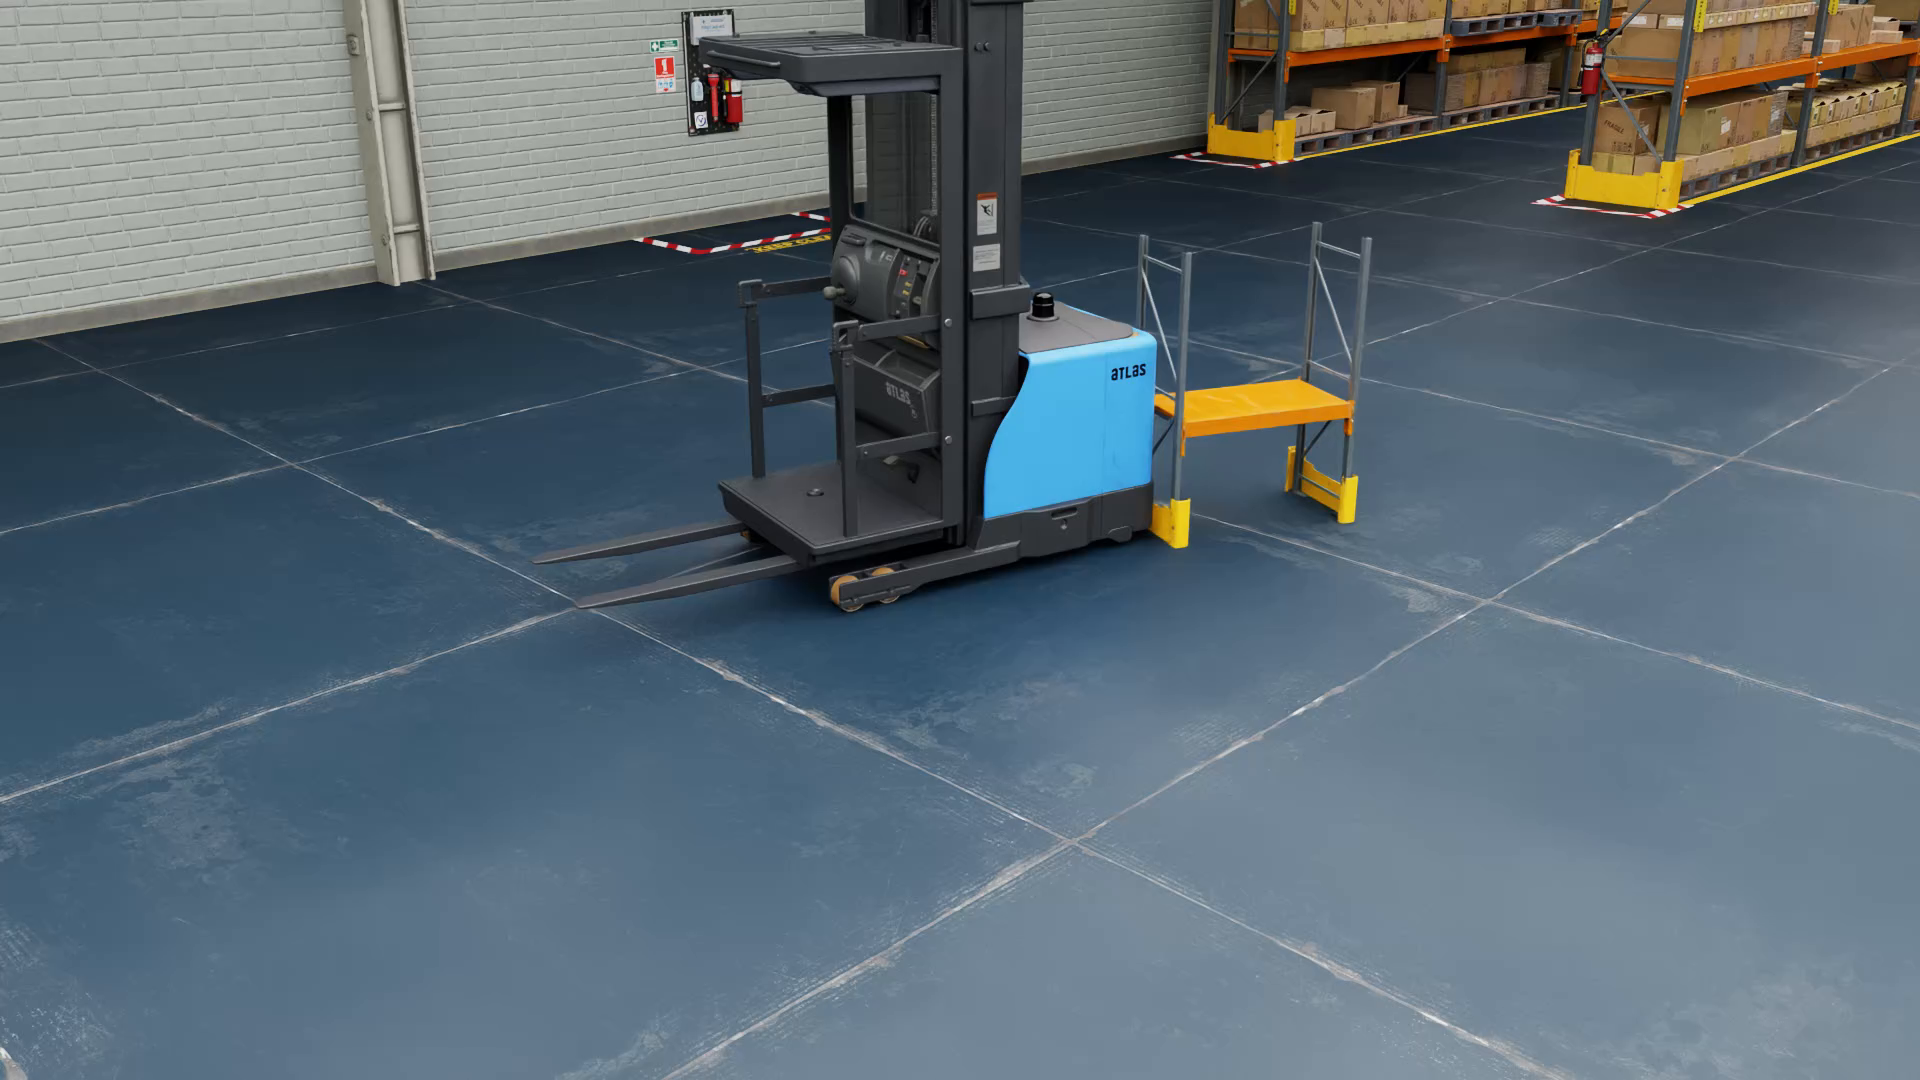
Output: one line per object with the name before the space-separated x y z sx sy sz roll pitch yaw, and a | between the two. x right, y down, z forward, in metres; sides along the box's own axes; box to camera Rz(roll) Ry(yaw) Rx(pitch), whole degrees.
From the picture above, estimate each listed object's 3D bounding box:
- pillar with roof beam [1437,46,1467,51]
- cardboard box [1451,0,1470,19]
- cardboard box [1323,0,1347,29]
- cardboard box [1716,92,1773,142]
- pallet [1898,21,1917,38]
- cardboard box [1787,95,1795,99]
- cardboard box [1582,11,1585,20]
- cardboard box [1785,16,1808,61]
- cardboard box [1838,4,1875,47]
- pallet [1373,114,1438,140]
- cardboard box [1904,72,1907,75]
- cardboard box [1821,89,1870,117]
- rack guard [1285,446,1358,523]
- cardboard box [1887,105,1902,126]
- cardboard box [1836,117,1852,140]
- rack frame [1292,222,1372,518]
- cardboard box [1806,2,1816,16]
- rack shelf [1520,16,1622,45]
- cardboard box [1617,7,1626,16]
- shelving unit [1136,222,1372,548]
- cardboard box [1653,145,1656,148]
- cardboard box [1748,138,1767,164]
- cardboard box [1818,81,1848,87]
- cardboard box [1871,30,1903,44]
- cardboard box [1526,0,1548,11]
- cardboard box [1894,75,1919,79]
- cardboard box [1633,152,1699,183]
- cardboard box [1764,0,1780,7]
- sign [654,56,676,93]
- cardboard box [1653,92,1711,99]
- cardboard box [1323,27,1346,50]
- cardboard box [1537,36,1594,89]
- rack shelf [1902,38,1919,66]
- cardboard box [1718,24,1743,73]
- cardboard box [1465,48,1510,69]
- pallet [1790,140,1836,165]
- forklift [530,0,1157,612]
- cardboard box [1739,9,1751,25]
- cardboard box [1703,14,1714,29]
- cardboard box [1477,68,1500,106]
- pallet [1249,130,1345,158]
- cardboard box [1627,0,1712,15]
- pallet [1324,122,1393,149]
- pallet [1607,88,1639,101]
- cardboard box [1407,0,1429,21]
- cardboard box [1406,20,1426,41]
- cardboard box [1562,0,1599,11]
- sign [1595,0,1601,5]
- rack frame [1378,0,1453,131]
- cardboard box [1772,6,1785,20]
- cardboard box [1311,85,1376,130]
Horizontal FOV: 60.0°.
pillar with roof beam | 10.830 -10.012 22.080 9.100 9.000 0.400 19 28 41
cardboard box | 6.862 -7.753 23.812 0.700 0.500 0.500 19 28 41
cardboard box | 4.592 -6.812 21.252 0.500 0.500 0.500 19 28 41
cardboard box | 9.164 -4.973 19.535 0.500 0.500 0.500 19 28 41
pallet | 13.247 -7.270 23.576 1.213 0.211 1.003 19 28 41
cardboard box | 10.469 -5.625 21.494 0.500 0.311 0.500 -19 28 -41
cardboard box | 9.668 -8.325 26.376 0.380 0.149 0.250 19 28 40
cardboard box | 9.729 -6.071 20.048 0.700 0.500 0.500 18 28 39
cardboard box | 11.665 -6.779 21.892 0.500 0.500 0.500 17 27 38
pallet | 6.039 -5.895 23.619 1.003 0.211 1.213 19 28 41
cardboard box | 13.670 -6.639 24.536 0.500 0.500 0.500 18 27 39
cardboard box | 11.572 -5.753 21.828 0.500 0.311 0.500 -19 28 -41
rack guard | 1.957 -0.306 9.023 0.087 0.250 0.587 -8 22 -20
cardboard box | 12.632 -5.884 22.950 0.500 0.250 0.500 -19 28 -41
cardboard box | 11.210 -5.359 21.583 0.500 0.250 0.500 18 28 39
rack frame | 1.958 -0.890 8.799 0.032 1.500 0.500 -8 22 -20
cardboard box | 9.998 -6.366 19.912 0.380 0.149 0.250 19 28 41
rack shelf | 10.668 -8.585 27.732 1.077 0.370 4.000 19 28 41
cardboard box | 10.730 -8.722 27.409 0.380 0.149 0.250 19 28 41
shelving unit | 1.492 -0.825 8.632 1.083 1.500 0.587 -8 22 -20
cardboard box | 7.746 -4.367 19.003 0.500 0.250 0.500 19 28 41
cardboard box | 9.173 -4.620 19.661 0.500 0.250 0.500 19 28 41
cardboard box | 11.888 -6.144 22.844 0.500 0.311 0.500 18 28 39
cardboard box | 12.395 -6.750 22.306 0.380 0.149 0.250 19 28 41
cardboard box | 8.581 -8.385 25.456 0.700 0.500 0.500 16 26 36
cardboard box | 13.708 -6.388 23.884 0.500 0.500 0.500 18 27 39
cardboard box | 7.777 -4.106 18.324 0.500 0.250 0.500 19 28 41
cardboard box | 9.027 -6.417 19.142 0.700 0.500 0.500 19 28 41
sign | -2.836 -4.479 15.997 0.001 0.329 0.234 19 28 41
cardboard box | 8.441 -4.975 19.540 0.500 0.500 0.500 19 28 41
cardboard box | 4.612 -6.473 21.415 0.500 0.250 0.500 18 28 39
cardboard box | 9.880 -7.755 26.982 0.750 0.750 0.750 19 28 40
rack shelf | 14.220 -7.346 24.509 1.077 0.370 4.000 19 28 41
cardboard box | 8.292 -5.537 18.661 0.700 0.500 0.500 19 28 41
cardboard box | 8.010 -7.333 25.297 0.500 0.250 0.500 19 28 40
pallet | 10.520 -5.037 21.386 1.003 0.211 1.213 19 28 41
forklift | -0.533 -1.251 7.745 3.031 2.935 1.130 -12 24 -29
cardboard box | 8.569 -5.839 18.543 0.380 0.149 0.250 19 28 40
cardboard box | 7.854 -5.576 17.858 0.380 0.149 0.250 18 28 39
cardboard box | 7.693 -6.877 25.156 0.700 0.500 0.500 20 28 41
pallet | 4.337 -5.268 21.987 1.003 0.211 1.213 19 28 41
cardboard box | 7.615 -5.894 17.781 0.700 0.500 0.500 19 28 41
pallet | 5.188 -5.580 22.799 1.003 0.211 1.213 19 28 41
pallet | 10.727 -7.601 28.056 1.003 0.211 1.213 19 28 41
cardboard box | 6.030 -7.339 22.624 0.500 0.500 0.500 19 28 40
cardboard box | 6.015 -6.994 22.772 0.500 0.250 0.500 19 28 41
cardboard box | 9.795 -8.662 26.349 0.500 0.500 0.500 -19 28 -40
sign | 6.864 -5.902 17.805 0.100 0.325 0.005 19 28 41
rack frame | 6.482 -7.378 23.590 1.000 3.000 0.127 19 28 41
cardboard box | 9.287 -6.104 19.232 0.380 0.149 0.250 19 28 40
cardboard box | 5.184 -5.867 22.528 0.700 0.500 0.500 17 27 37
